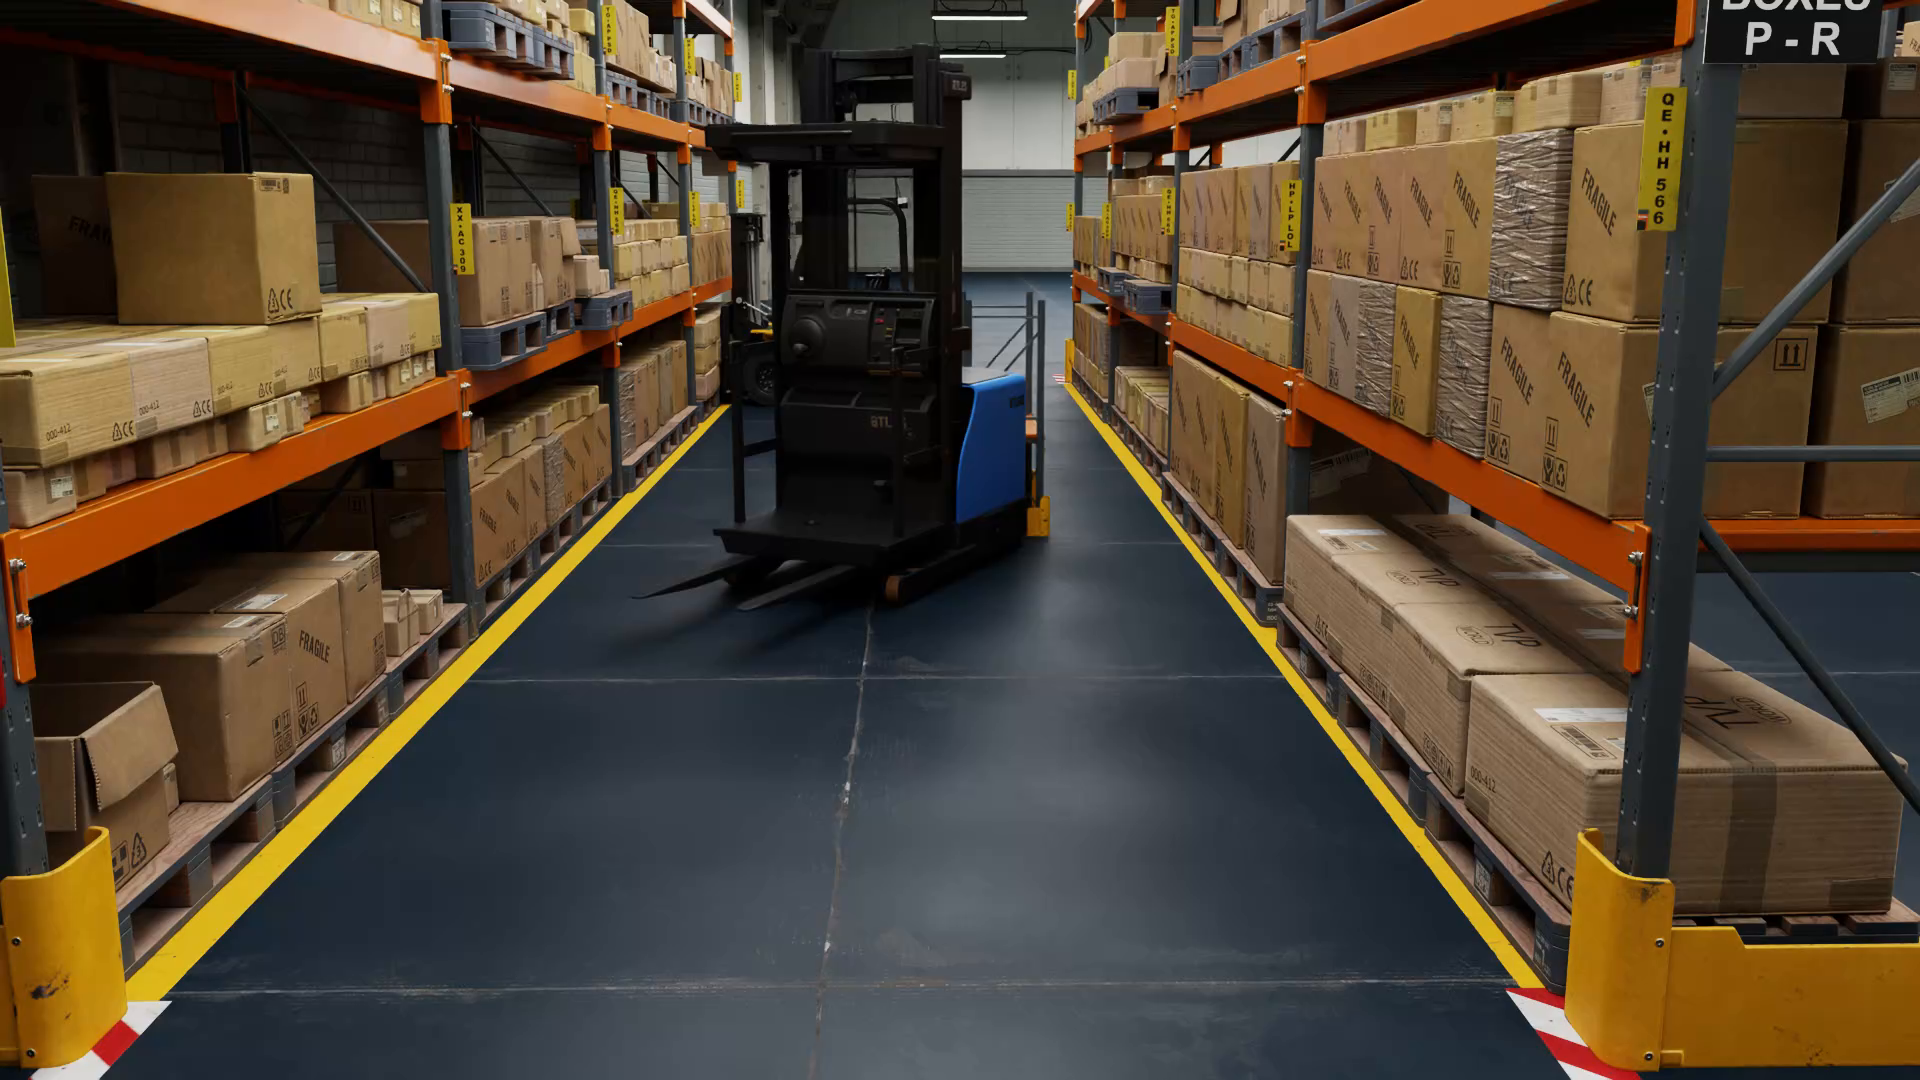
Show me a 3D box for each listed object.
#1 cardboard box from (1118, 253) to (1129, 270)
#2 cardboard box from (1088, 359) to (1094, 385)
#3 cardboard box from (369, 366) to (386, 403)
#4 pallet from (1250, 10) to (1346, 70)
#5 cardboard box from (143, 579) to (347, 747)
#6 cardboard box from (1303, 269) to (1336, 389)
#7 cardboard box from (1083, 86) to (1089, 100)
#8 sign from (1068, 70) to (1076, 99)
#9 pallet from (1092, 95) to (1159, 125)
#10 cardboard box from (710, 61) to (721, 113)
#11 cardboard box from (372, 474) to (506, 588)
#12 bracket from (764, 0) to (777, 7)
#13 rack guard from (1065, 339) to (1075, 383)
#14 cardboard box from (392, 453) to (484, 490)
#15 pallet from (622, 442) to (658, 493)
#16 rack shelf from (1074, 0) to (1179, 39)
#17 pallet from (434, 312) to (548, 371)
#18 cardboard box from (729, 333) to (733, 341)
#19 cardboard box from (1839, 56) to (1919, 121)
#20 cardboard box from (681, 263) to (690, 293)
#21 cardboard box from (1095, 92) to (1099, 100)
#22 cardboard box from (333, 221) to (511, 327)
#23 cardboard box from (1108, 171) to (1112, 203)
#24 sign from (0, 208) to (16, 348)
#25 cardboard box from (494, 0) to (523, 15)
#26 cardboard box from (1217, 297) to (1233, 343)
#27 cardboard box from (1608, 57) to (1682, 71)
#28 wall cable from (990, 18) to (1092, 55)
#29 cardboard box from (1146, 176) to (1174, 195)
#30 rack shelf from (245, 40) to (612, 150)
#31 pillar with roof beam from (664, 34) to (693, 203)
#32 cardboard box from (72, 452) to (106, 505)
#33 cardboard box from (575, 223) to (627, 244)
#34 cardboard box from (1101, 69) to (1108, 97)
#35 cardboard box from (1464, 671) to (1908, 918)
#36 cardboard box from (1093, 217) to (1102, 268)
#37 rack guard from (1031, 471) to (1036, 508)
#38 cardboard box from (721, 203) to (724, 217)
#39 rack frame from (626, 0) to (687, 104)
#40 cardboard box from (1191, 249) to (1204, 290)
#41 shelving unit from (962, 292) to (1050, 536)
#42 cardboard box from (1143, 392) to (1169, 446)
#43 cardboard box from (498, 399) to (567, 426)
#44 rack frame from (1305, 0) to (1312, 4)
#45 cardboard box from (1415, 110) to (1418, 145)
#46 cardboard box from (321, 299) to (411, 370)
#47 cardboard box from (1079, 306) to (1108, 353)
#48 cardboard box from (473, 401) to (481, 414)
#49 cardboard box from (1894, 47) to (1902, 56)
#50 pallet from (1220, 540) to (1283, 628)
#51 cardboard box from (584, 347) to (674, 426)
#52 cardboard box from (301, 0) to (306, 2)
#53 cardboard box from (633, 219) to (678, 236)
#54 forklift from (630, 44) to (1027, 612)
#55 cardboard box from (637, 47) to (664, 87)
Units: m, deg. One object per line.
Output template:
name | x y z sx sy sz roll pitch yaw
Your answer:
cardboard box | 1.622 -2.508 14.953 0.380 0.149 0.250 0 11 0
cardboard box | 1.623 -1.768 17.588 0.500 0.250 0.500 0 11 0
cardboard box | -2.573 -0.634 6.771 0.380 0.149 0.250 0 11 0
pallet | 2.028 -2.554 8.542 0.805 0.209 1.217 -1 11 -3
cardboard box | -2.592 0.442 6.067 0.500 0.500 0.500 0 11 0
cardboard box | 1.844 -0.951 7.449 0.500 0.500 0.500 0 11 1
cardboard box | 1.547 -4.897 18.237 0.380 0.149 0.250 0 11 -1
sign | 1.305 -5.277 19.286 0.100 0.325 0.005 0 11 -1
pallet | 1.837 -3.841 14.876 1.213 0.211 1.003 0 11 -1
cardboard box | -2.941 -4.843 17.783 0.700 0.500 0.500 0 11 -1
cardboard box | -2.652 -0.053 8.505 0.500 0.500 0.500 0 11 1
bracket | -4.010 -11.419 35.160 0.235 0.232 0.430 0 11 -1
rack guard | 1.849 -2.141 19.856 1.175 0.500 0.348 0 11 -1
cardboard box | -2.608 -0.346 8.319 0.380 0.149 0.250 0 11 2
pallet | -2.927 -0.567 12.824 1.003 0.211 1.213 0 11 -1
rack shelf | 1.889 -5.570 17.198 1.077 0.370 4.000 0 11 -1
pallet | -2.774 -1.040 8.624 1.003 0.211 1.213 0 11 -1
cardboard box | -2.761 -2.166 18.292 0.500 0.250 0.500 0 11 -2
cardboard box | 2.448 -1.129 4.184 0.380 0.149 0.250 0 11 0
cardboard box | -2.760 -2.392 15.185 0.500 0.250 0.500 0 11 0
cardboard box | 1.645 -4.417 16.872 0.500 0.250 0.500 0 11 -2
cardboard box | -2.653 -1.327 8.247 0.700 0.500 0.500 0 11 0
cardboard box | 2.077 -3.965 19.047 0.700 0.500 0.500 -1 11 -3
sign | -2.242 -0.606 3.826 0.100 0.325 0.005 0 11 -1
cardboard box | -2.469 -2.790 8.546 0.380 0.149 0.250 0 11 0
cardboard box | 1.819 -1.315 9.873 0.500 0.250 0.500 0 11 -1
cardboard box | 6.611 -4.521 16.074 0.500 0.250 0.500 0 11 -2
wall cable | 2.439 -15.919 50.061 3.097 2.526 0.112 0 11 -1
cardboard box | 1.697 -2.834 13.295 0.380 0.149 0.250 -1 11 -4
rack shelf | -2.908 -2.490 9.553 1.077 0.370 4.000 0 11 -1
pillar with roof beam | 0.179 -7.369 24.247 9.100 9.000 0.400 0 11 -1
cardboard box | -2.568 -0.173 4.501 0.380 0.149 0.250 0 11 0
cardboard box | -2.668 -2.254 12.244 0.380 0.149 0.250 0 11 0
cardboard box | 1.542 -4.071 14.857 0.500 0.250 0.500 -1 11 -3
cardboard box | 2.065 0.718 4.862 0.875 0.438 0.875 -1 11 -3
cardboard box | 1.640 -3.074 17.166 0.500 0.500 0.500 0 11 0
rack guard | 0.251 -0.353 11.673 0.587 0.250 0.087 0 11 -2
cardboard box | -2.781 -3.601 18.132 0.380 0.149 0.250 0 11 0
rack frame | -3.032 -5.505 15.062 1.000 3.000 0.127 0 11 -1
cardboard box | 1.786 -1.758 10.800 0.500 0.250 0.500 0 11 0
shelving unit | 0.267 -0.867 11.061 0.587 1.500 1.083 0 11 -2
cardboard box | 1.988 -0.968 13.339 0.950 0.372 0.625 0 11 -2
cardboard box | -2.728 -0.812 10.617 0.380 0.149 0.250 0 11 1
rack frame | 2.096 -3.936 7.327 1.000 3.000 0.127 0 11 -1
cardboard box | 1.919 -1.535 6.185 0.380 0.149 0.250 0 11 -1
cardboard box | -2.587 -0.847 6.820 0.500 0.250 0.500 0 11 -1
cardboard box | 1.604 -2.337 18.507 0.500 0.500 0.500 -1 11 -3
cardboard box | -3.273 -0.807 10.593 0.380 0.149 0.250 -1 11 -4
cardboard box | 6.728 -3.560 12.298 0.380 0.166 0.250 0 11 -1
pallet | 2.005 0.218 8.956 1.003 0.211 1.213 0 11 -1
cardboard box | -3.002 -1.349 14.581 0.875 0.625 0.625 0 11 -2
cardboard box | -2.577 -1.997 5.947 0.380 0.149 0.250 0 11 -1
cardboard box | -2.803 -2.865 15.254 0.380 0.149 0.250 0 11 1
forklift | -0.663 -1.188 9.043 1.130 2.935 3.031 5 13 25
cardboard box | -2.758 -3.951 13.861 0.500 0.311 0.500 -1 11 -3
